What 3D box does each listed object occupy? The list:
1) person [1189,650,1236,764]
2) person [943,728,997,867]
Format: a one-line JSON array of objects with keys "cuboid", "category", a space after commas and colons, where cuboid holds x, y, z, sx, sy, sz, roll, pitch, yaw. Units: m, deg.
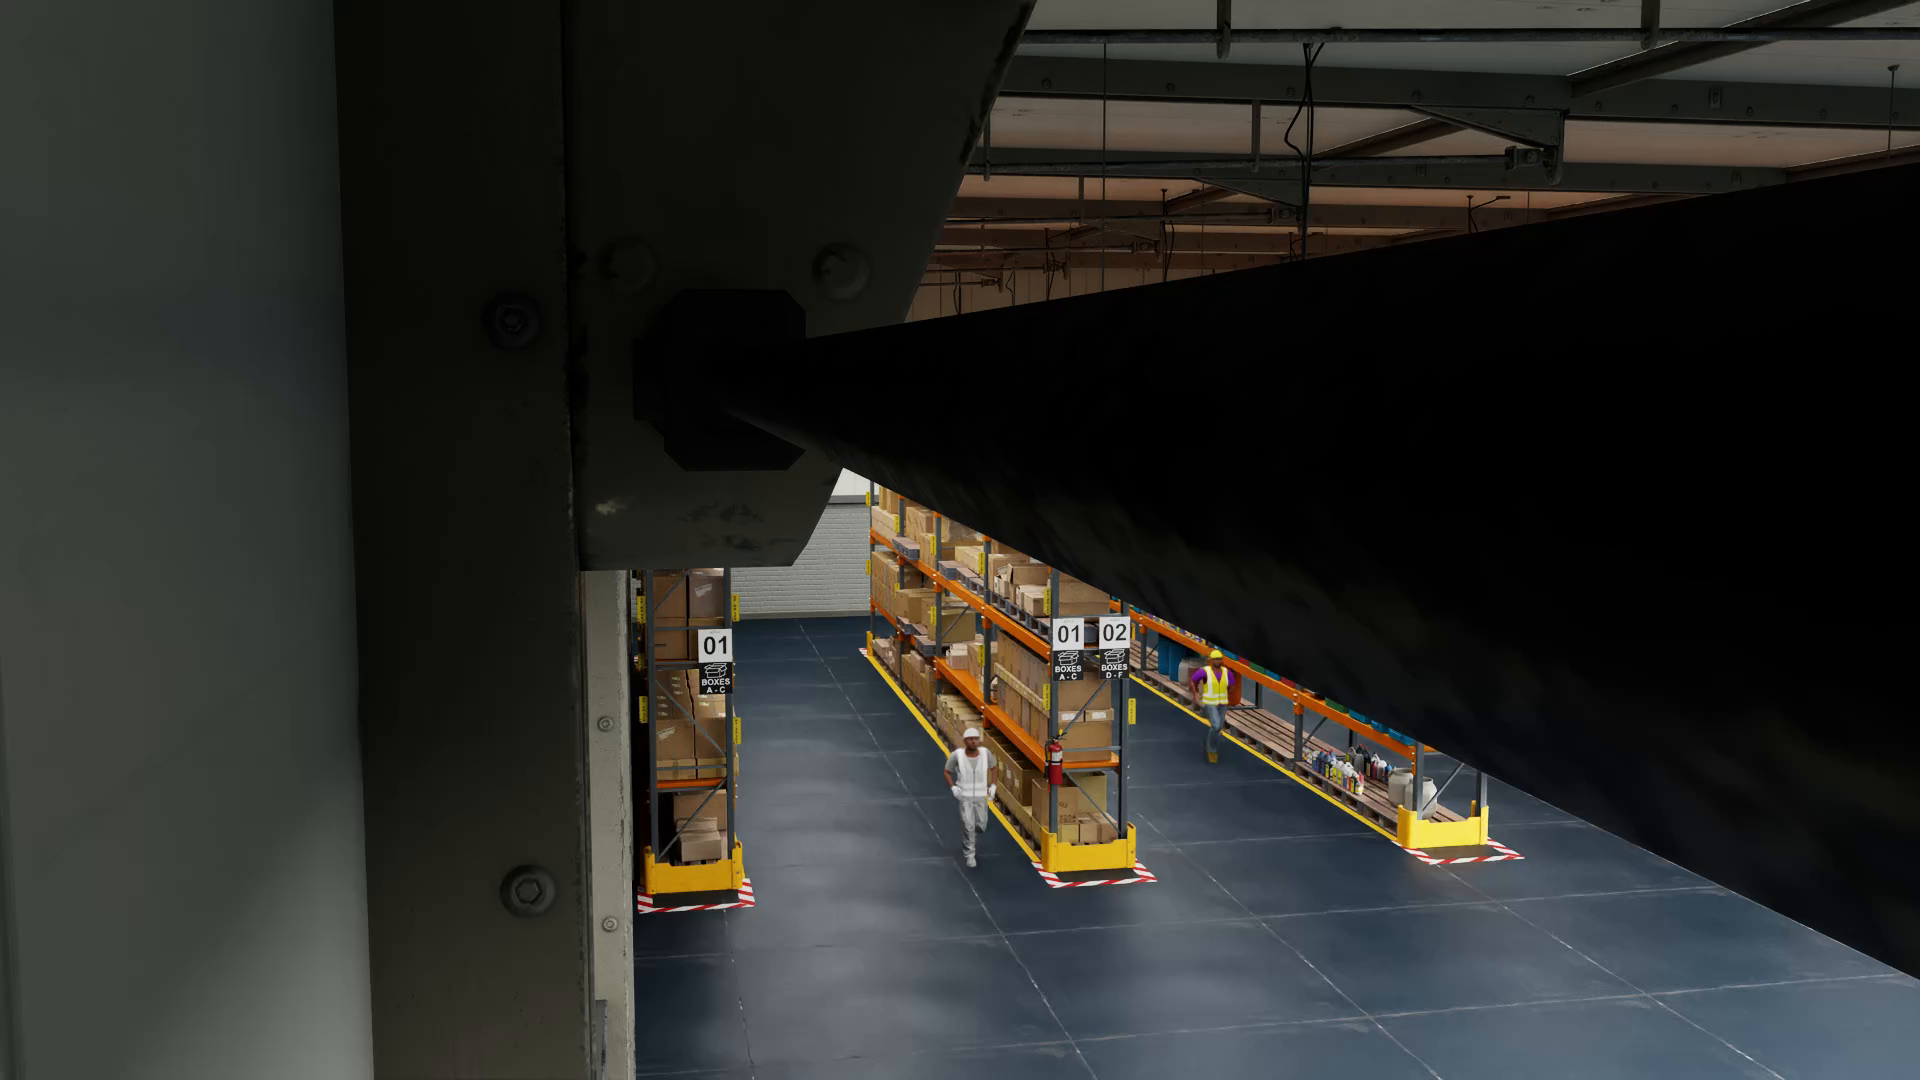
[{"cuboid": [4.103, 2.672, 26.701, 0.669, 1.823, 0.751, -2, 6, -20], "category": "person"}, {"cuboid": [0.135, 3.252, 21.313, 0.715, 1.748, 0.653, -1, 6, -14], "category": "person"}]
